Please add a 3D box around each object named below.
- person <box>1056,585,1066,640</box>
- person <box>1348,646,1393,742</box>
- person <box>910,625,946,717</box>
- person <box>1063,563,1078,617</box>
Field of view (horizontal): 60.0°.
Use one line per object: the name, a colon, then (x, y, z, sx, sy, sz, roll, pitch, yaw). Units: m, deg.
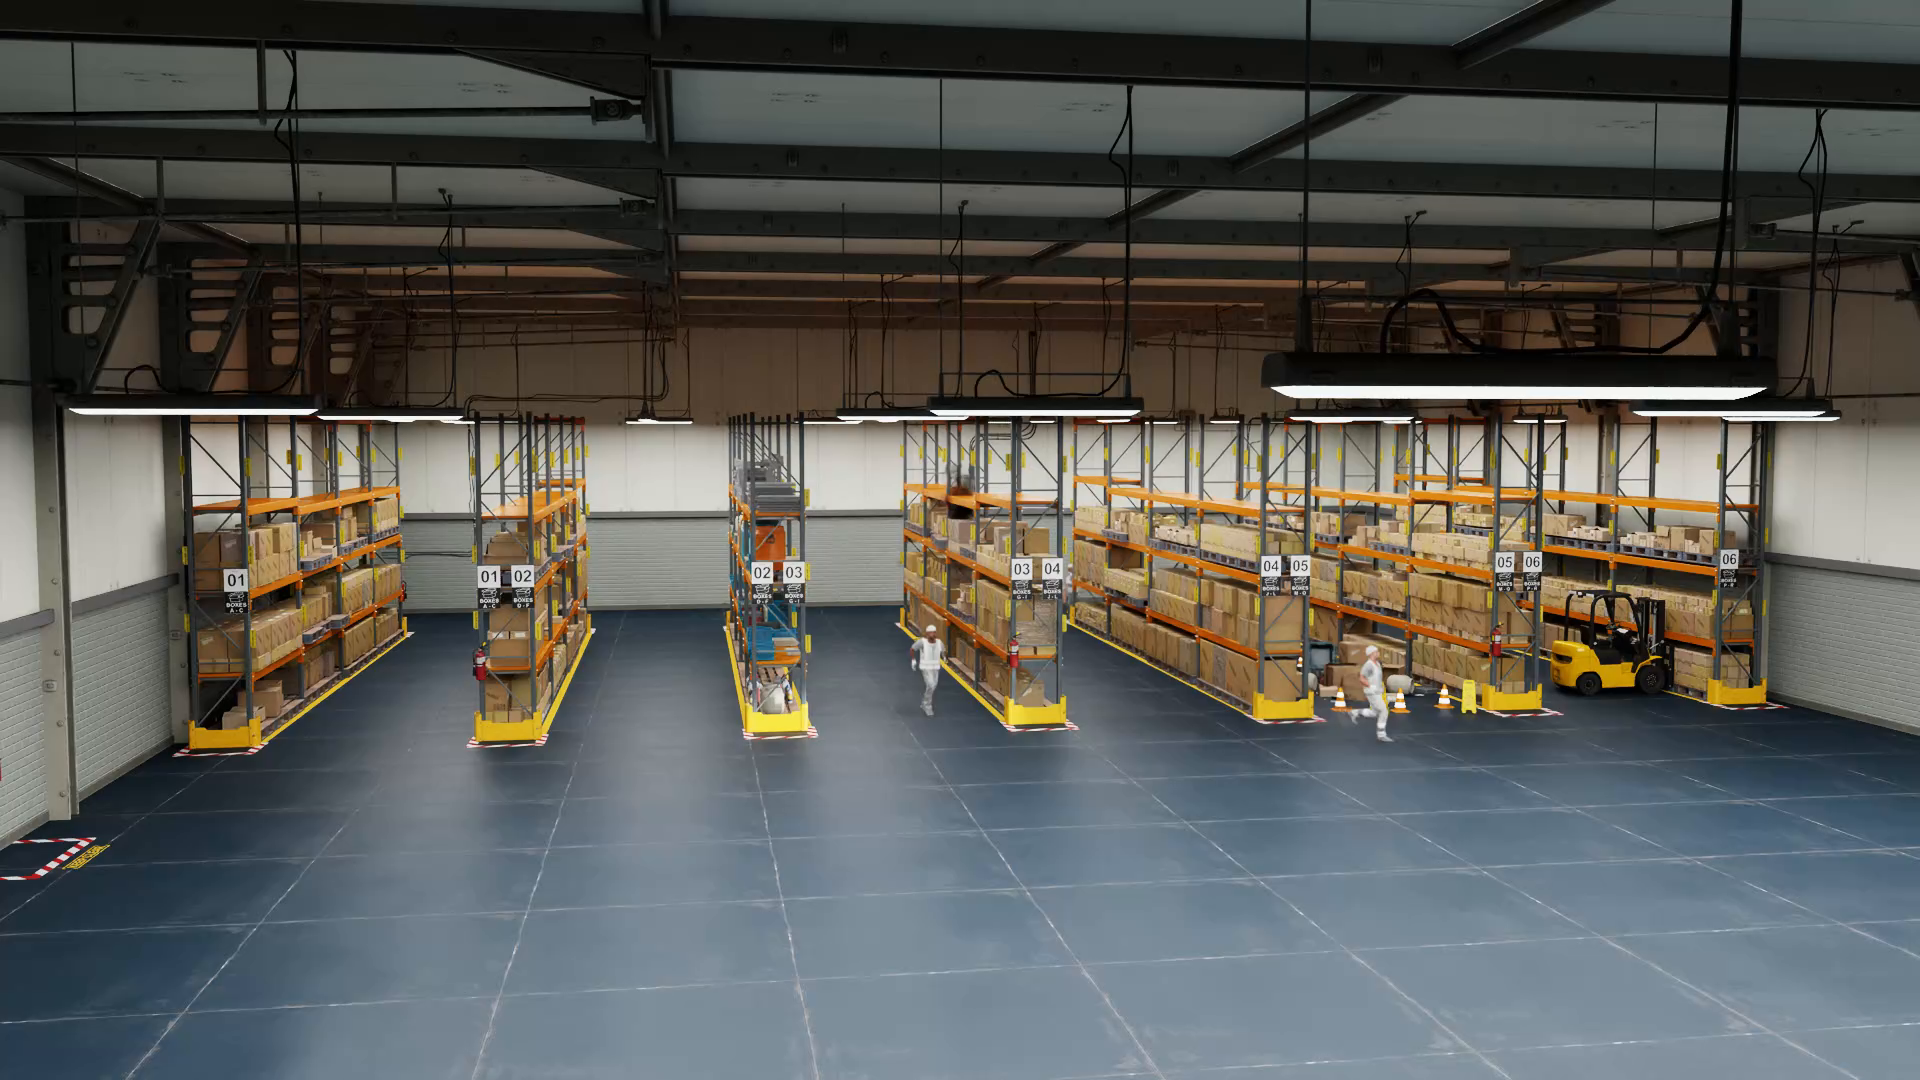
person: (2.557, 1.787, 45.051, 0.673, 1.830, 0.914, 0, 4, -2)
person: (7.514, 2.801, 30.434, 0.850, 1.747, 0.661, 2, 4, 26)
person: (-0.585, 2.594, 32.991, 0.659, 1.821, 0.835, -3, 5, -33)
person: (3.339, 1.500, 49.803, 0.592, 1.704, 0.778, -1, 4, -13)
